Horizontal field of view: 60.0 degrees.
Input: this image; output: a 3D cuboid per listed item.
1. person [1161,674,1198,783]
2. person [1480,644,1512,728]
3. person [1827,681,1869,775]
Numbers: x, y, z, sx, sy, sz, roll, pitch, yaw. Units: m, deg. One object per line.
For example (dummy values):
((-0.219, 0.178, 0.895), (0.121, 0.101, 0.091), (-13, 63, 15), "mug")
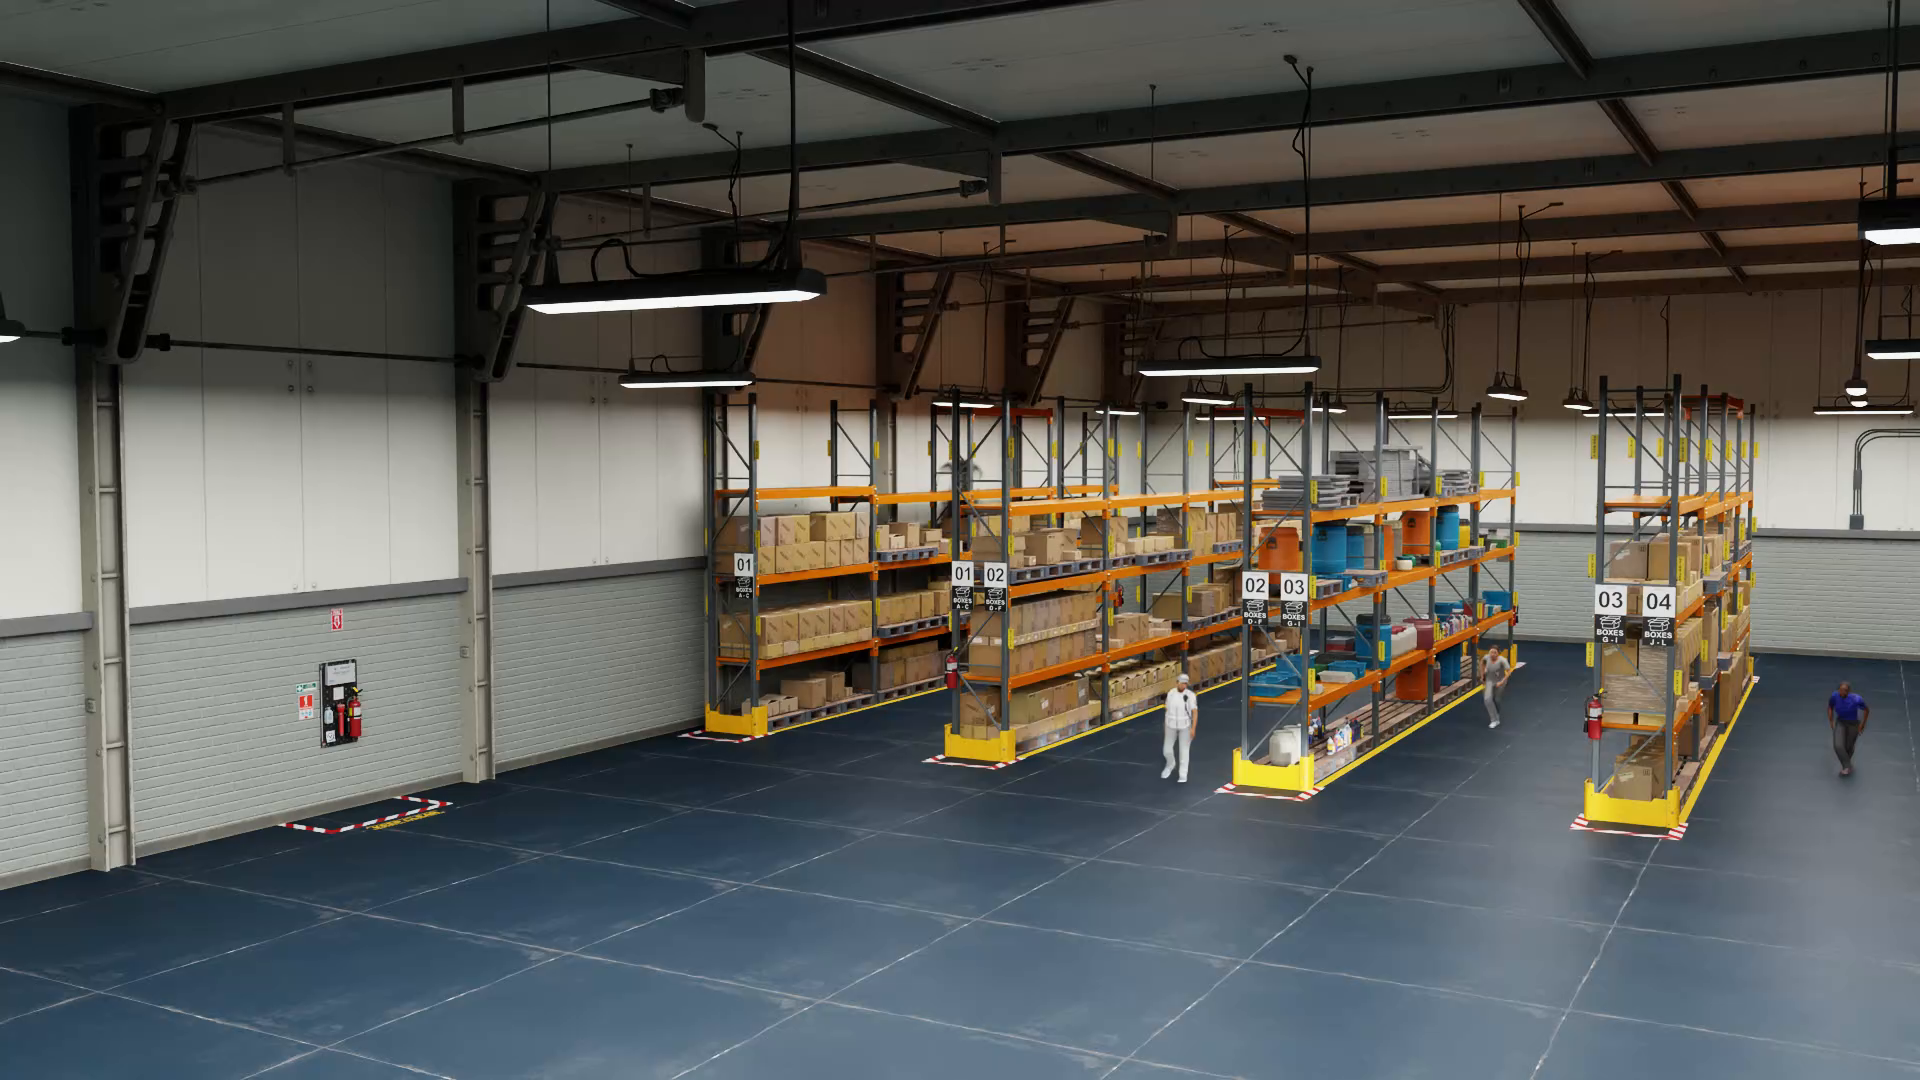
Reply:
((3.288, 2.816, 24.974), (0.576, 1.641, 0.462), (1, 3, 17), "person")
((9.790, 2.612, 30.283), (0.558, 1.522, 1.038), (2, 3, 28), "person")
((13.746, 2.881, 25.722), (0.577, 1.483, 0.904), (2, 4, 37), "person")
